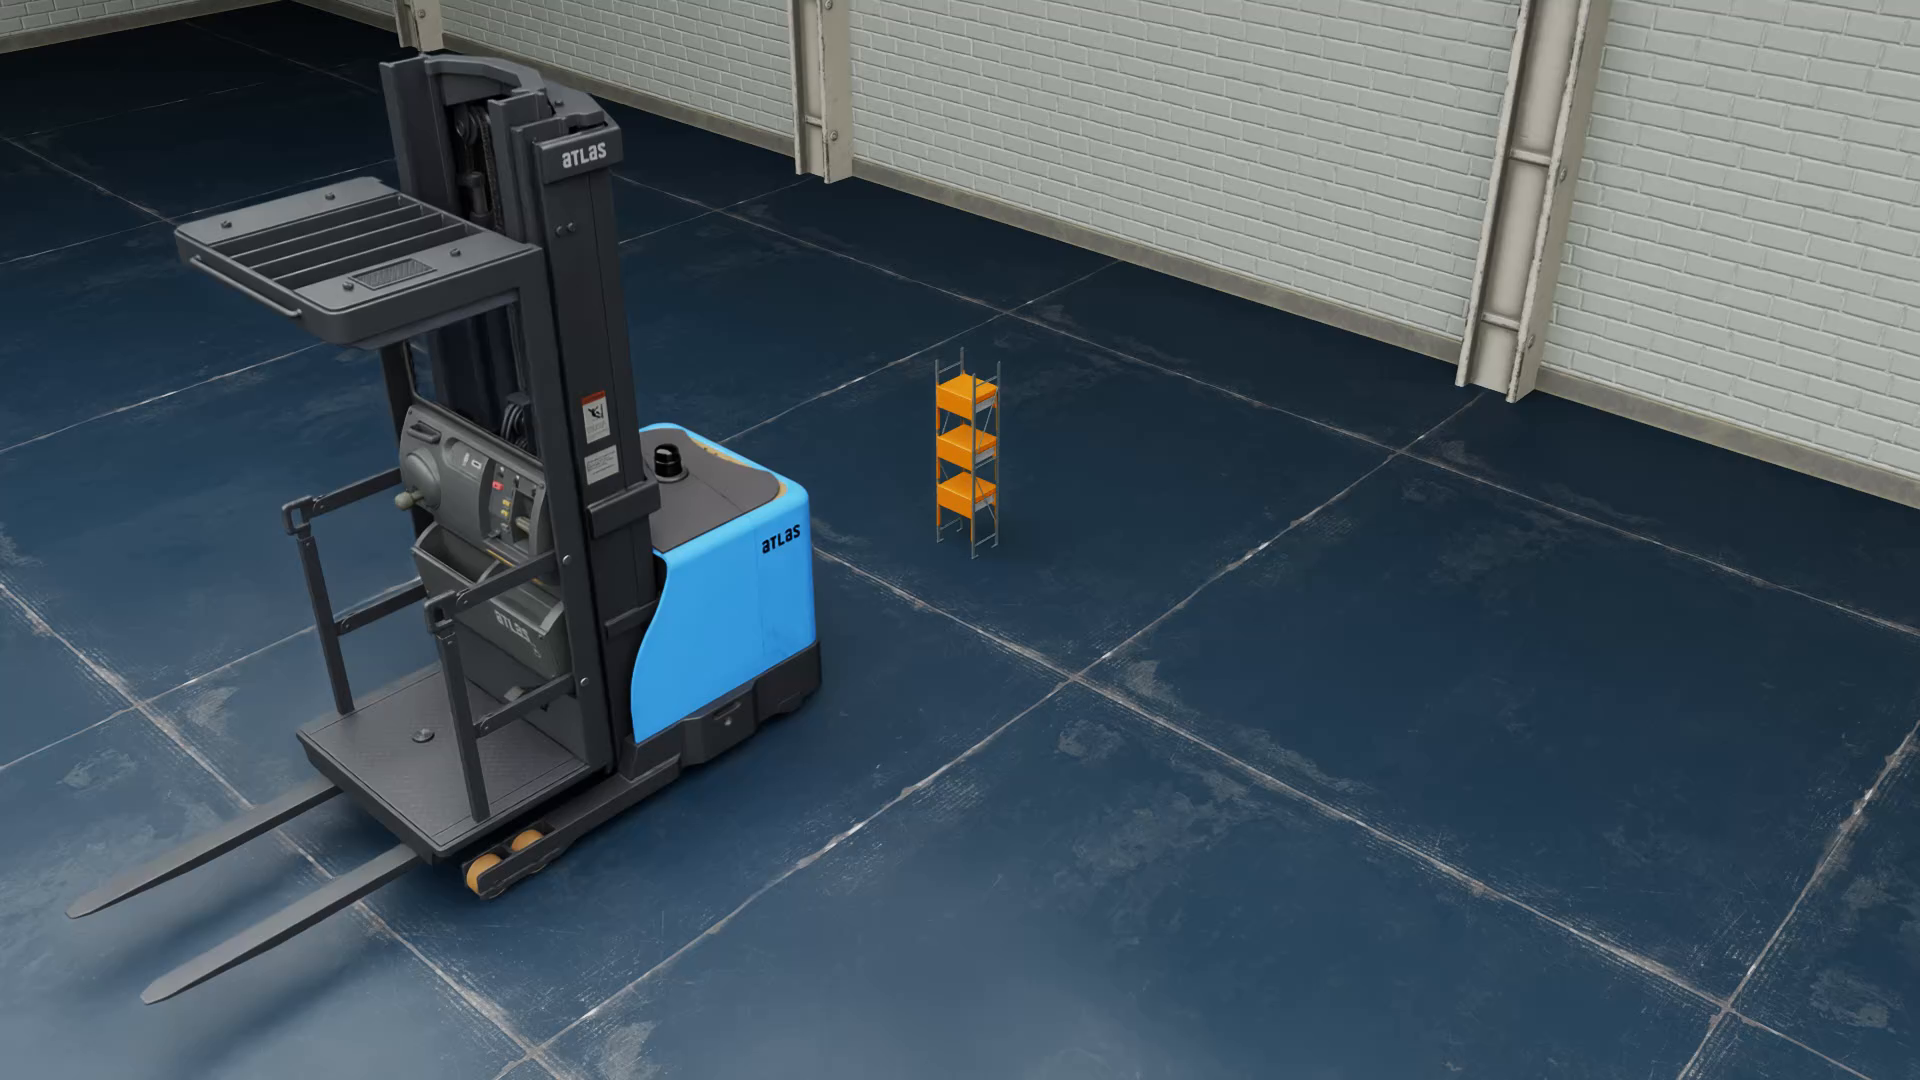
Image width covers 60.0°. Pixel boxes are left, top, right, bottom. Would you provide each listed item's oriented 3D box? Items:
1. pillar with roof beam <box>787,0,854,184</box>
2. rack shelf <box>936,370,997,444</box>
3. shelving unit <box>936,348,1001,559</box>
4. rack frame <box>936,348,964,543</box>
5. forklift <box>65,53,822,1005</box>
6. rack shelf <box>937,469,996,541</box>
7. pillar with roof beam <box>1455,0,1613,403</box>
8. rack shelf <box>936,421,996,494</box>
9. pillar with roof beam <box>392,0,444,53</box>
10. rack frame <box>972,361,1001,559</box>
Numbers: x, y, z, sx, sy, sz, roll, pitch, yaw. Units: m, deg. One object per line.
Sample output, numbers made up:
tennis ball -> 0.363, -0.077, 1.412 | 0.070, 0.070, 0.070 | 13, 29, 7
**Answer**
pillar with roof beam -> -4.006, -5.246, 8.739 | 0.400, 9.000, 9.100 | 25, 39, 35
rack shelf -> 0.040, -0.665, 8.308 | 0.240, 0.259, 0.215 | 25, 39, 35
shelving unit -> 0.040, -0.431, 8.448 | 0.252, 1.050, 0.215 | 25, 39, 35
rack frame -> -0.051, -0.473, 8.519 | 0.008, 1.050, 0.200 | 25, 39, 35
forklift -> -1.996, -0.167, 6.185 | 1.130, 2.935, 3.031 | 26, 39, 36
rack shelf -> 0.040, -0.184, 8.597 | 0.240, 0.259, 0.215 | 25, 39, 35
pillar with roof beam -> 0.442, -3.169, 5.290 | 0.400, 9.000, 9.100 | 25, 39, 35
rack shelf -> 0.040, -0.422, 8.454 | 0.240, 0.259, 0.215 | 25, 39, 35
pillar with roof beam -> -8.455, -7.322, 12.188 | 0.400, 9.000, 9.100 | 25, 39, 35
rack frame -> 0.130, -0.389, 8.378 | 0.008, 1.050, 0.200 | 25, 39, 35
